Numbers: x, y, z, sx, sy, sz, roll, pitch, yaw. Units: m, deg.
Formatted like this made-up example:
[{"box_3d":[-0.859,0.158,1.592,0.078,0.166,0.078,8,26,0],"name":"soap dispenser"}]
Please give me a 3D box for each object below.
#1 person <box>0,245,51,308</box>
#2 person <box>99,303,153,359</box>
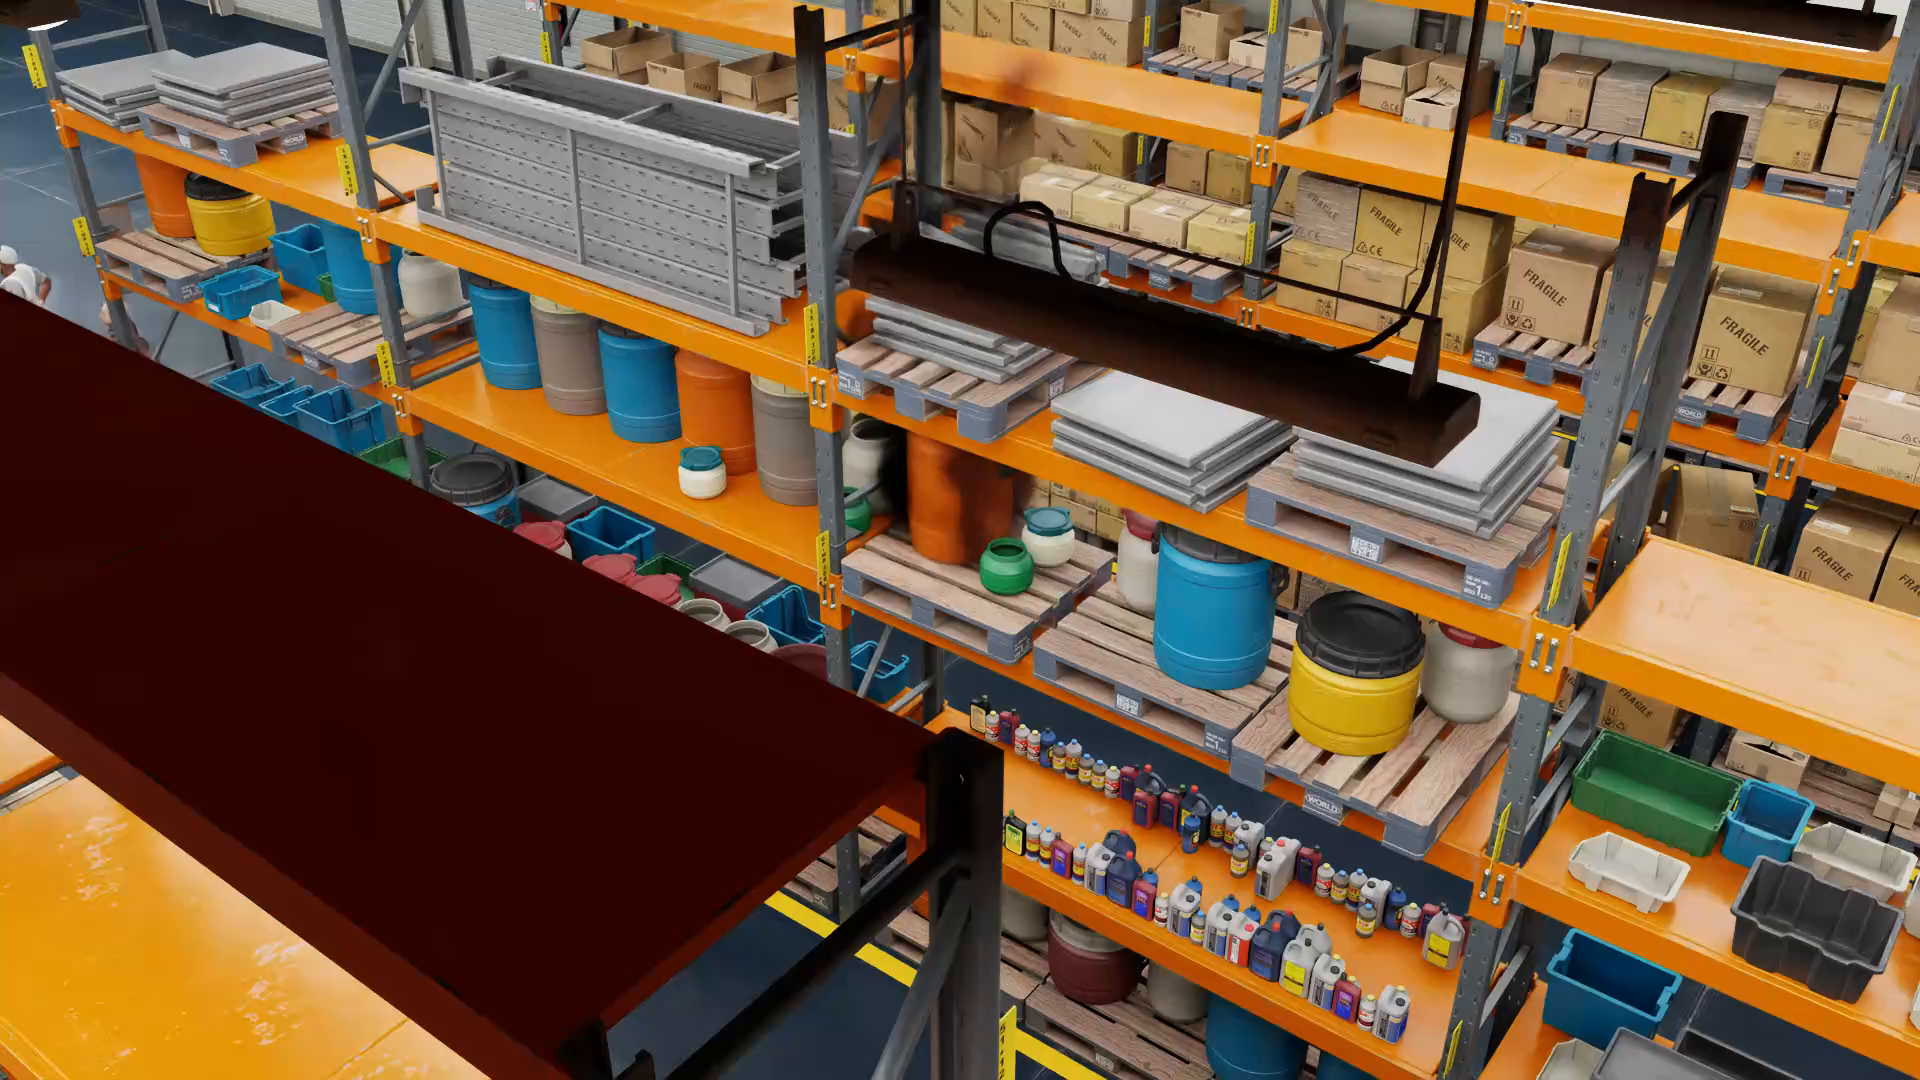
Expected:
[{"box_3d":[-9.582,-2.163,17.112,0.749,1.807,0.644,-14,34,-22],"name":"person"},{"box_3d":[-7.903,-1.459,16.008,0.805,1.838,0.706,-9,33,-14],"name":"person"}]
